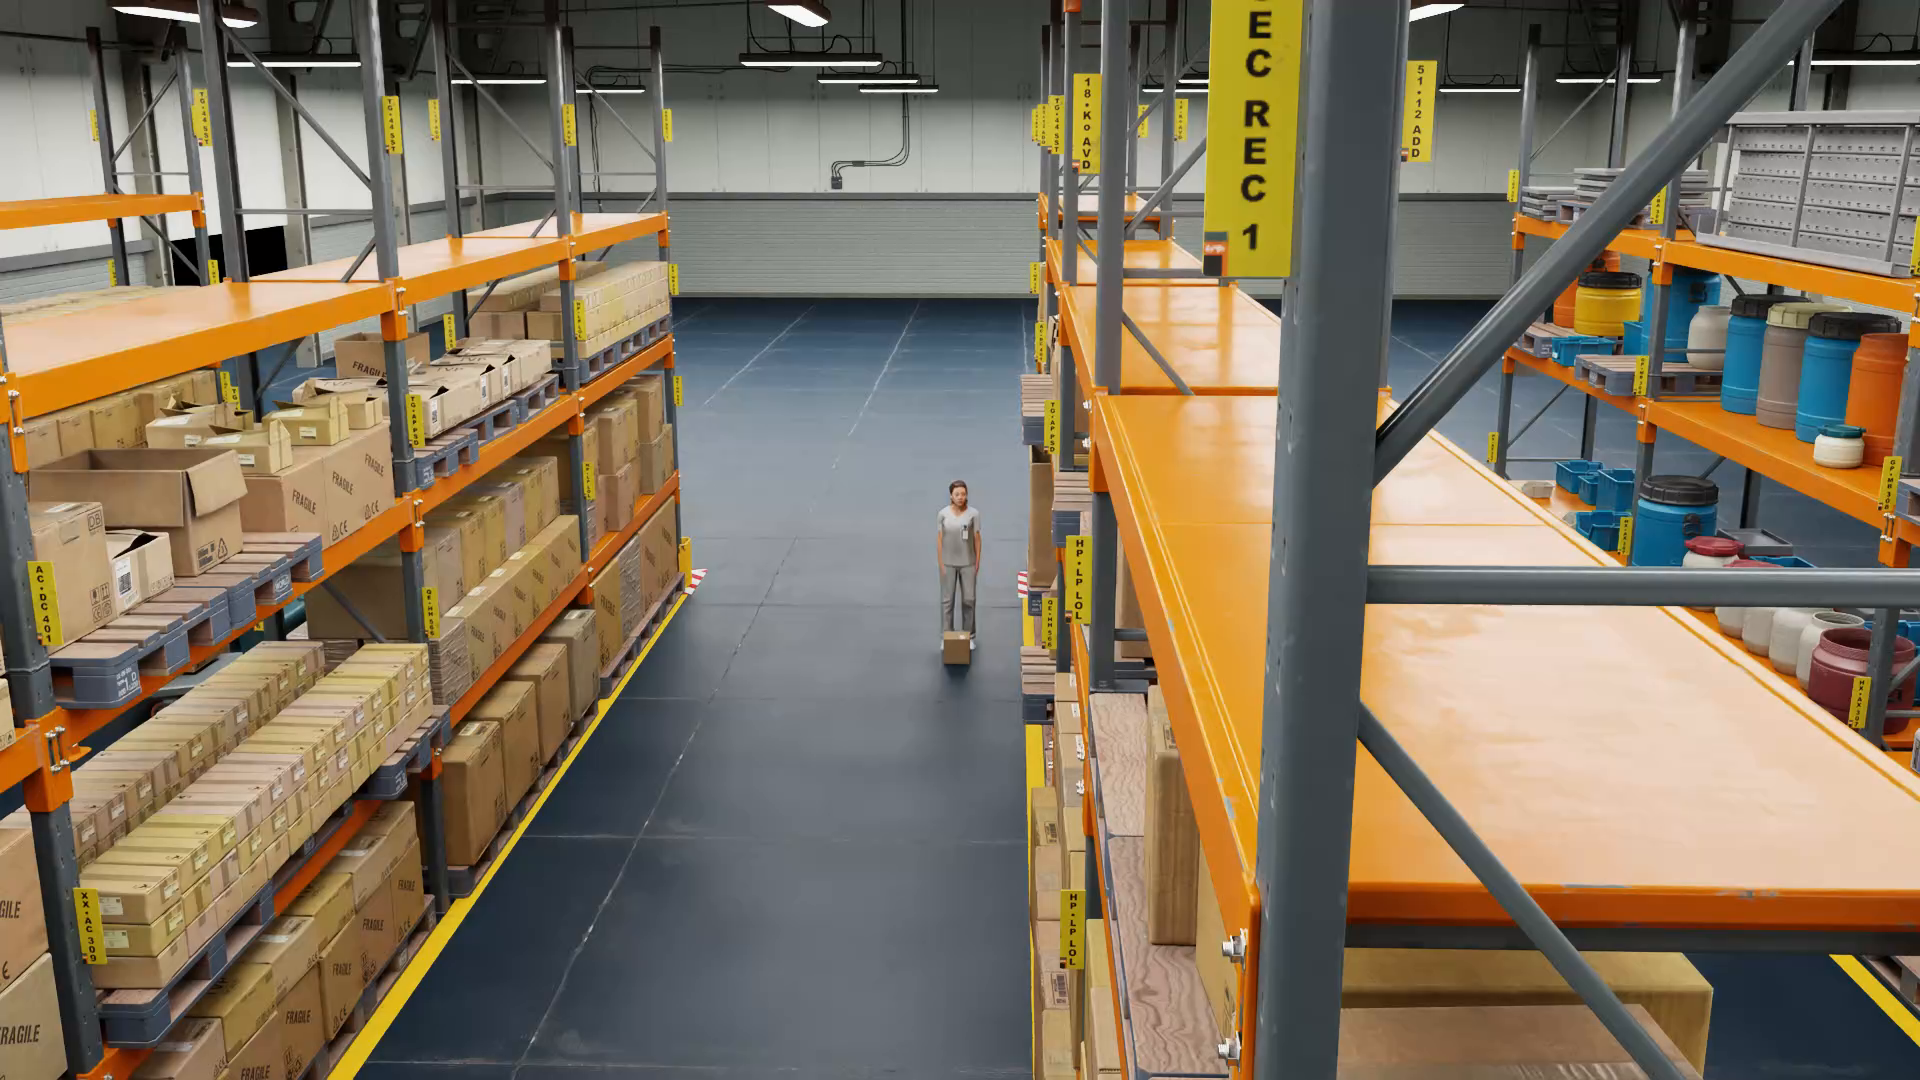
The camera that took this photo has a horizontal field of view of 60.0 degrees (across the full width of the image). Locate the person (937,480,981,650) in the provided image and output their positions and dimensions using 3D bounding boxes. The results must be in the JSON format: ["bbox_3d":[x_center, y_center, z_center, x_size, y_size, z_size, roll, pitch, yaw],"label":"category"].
[{"bbox_3d":[-0.011,0.246,16.305,0.437,1.689,0.374,0,14,2],"label":"person"}]
